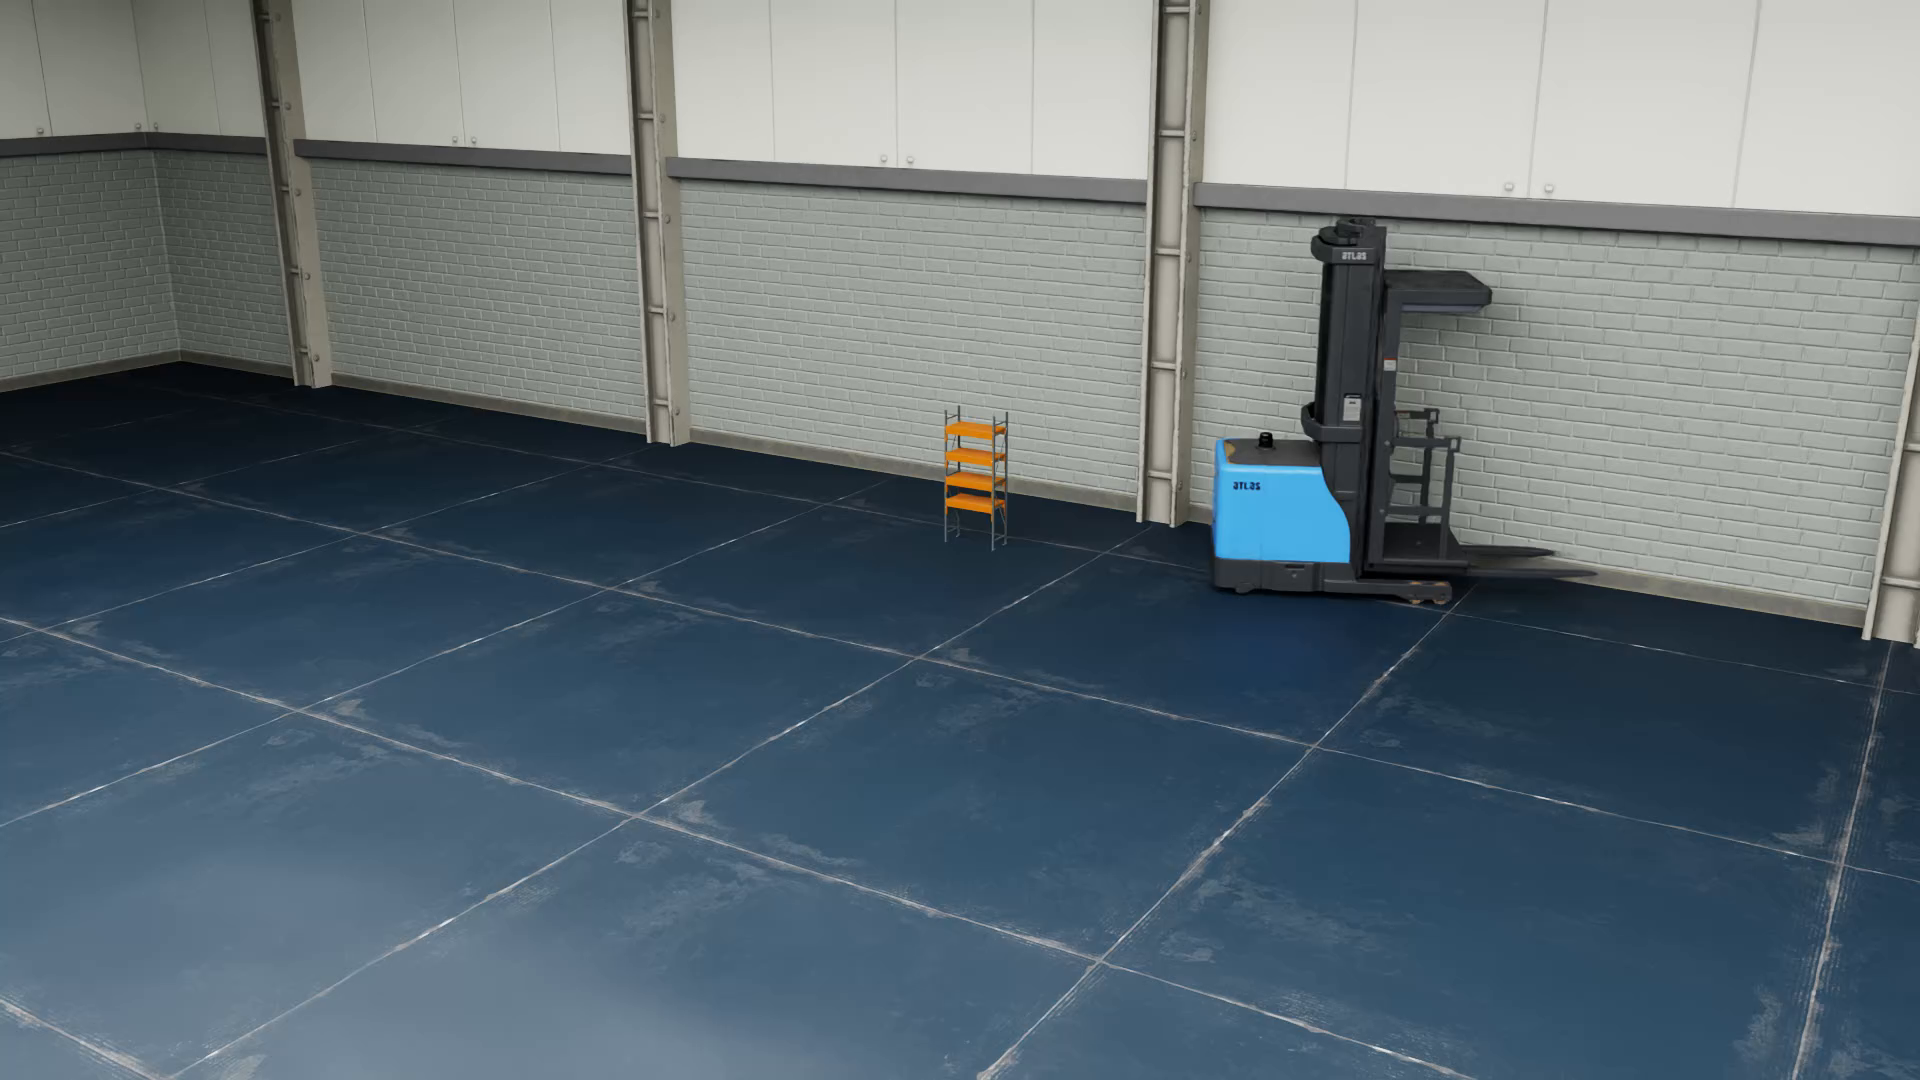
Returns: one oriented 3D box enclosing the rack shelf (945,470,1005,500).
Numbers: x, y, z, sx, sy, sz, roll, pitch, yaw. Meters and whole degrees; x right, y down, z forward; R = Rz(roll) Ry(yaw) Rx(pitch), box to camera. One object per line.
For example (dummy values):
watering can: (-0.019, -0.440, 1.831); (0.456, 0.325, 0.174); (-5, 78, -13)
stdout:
rack shelf: (0.141, -0.485, 14.643); (0.480, 0.148, 0.258); (10, 20, 30)

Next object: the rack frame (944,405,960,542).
rack frame: (-0.067, -0.586, 14.746); (0.015, 1.200, 0.240); (10, 20, 30)

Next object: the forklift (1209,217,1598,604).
forklift: (3.597, -1.057, 13.318); (3.031, 2.935, 1.130); (2, 17, 6)

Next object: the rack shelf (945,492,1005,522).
rack shelf: (0.141, -0.295, 14.701); (0.480, 0.148, 0.258); (10, 20, 30)

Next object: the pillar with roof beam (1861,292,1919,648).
pillar with roof beam: (4.744, -2.507, 7.652); (0.400, 9.000, 9.100); (10, 20, 30)

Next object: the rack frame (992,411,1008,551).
rack frame: (0.349, -0.512, 14.502); (0.015, 1.200, 0.240); (10, 20, 30)

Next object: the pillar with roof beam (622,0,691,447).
pillar with roof beam: (-5.482, -4.332, 13.661); (0.400, 9.000, 9.100); (10, 20, 30)

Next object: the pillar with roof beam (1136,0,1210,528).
pillar with roof beam: (-0.369, -3.420, 10.657); (0.400, 9.000, 9.100); (10, 20, 30)

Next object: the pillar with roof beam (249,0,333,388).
pillar with roof beam: (-10.595, -5.245, 16.666); (0.400, 9.000, 9.100); (10, 20, 30)

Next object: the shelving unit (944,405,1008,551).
shelving unit: (0.141, -0.549, 14.624); (0.503, 1.200, 0.258); (10, 20, 30)

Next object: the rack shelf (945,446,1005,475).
rack shelf: (0.141, -0.699, 14.578); (0.480, 0.148, 0.258); (10, 20, 30)

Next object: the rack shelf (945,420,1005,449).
rack shelf: (0.141, -0.925, 14.510); (0.480, 0.148, 0.258); (10, 20, 30)
